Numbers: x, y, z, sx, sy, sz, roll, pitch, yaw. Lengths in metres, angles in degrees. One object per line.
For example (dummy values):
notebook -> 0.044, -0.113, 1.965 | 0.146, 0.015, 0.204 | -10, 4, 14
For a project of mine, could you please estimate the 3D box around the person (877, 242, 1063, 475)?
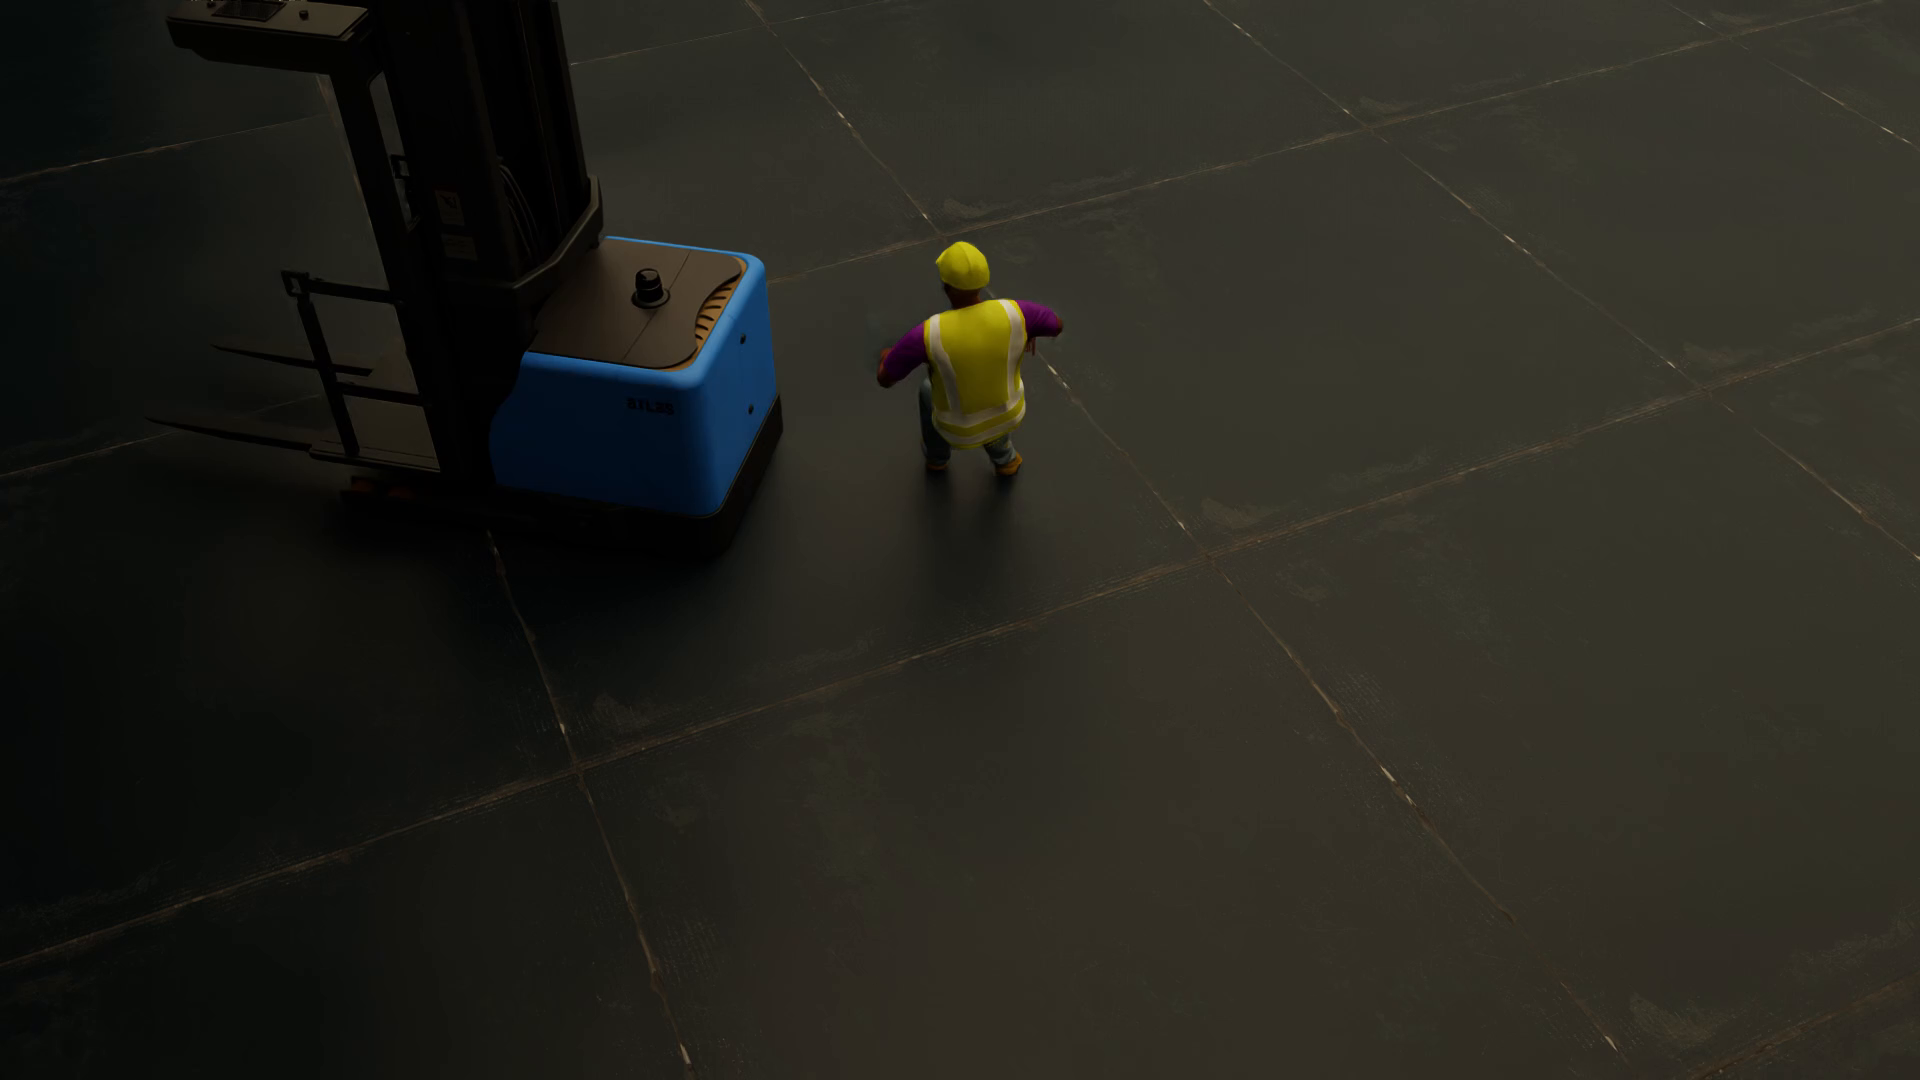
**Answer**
person -> -0.035, -0.787, 7.589 | 0.865, 1.540, 0.879 | -18, 46, -18

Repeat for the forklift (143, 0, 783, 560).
forklift -> -2.457, -1.506, 7.294 | 3.031, 2.935, 1.130 | 9, 44, 9
